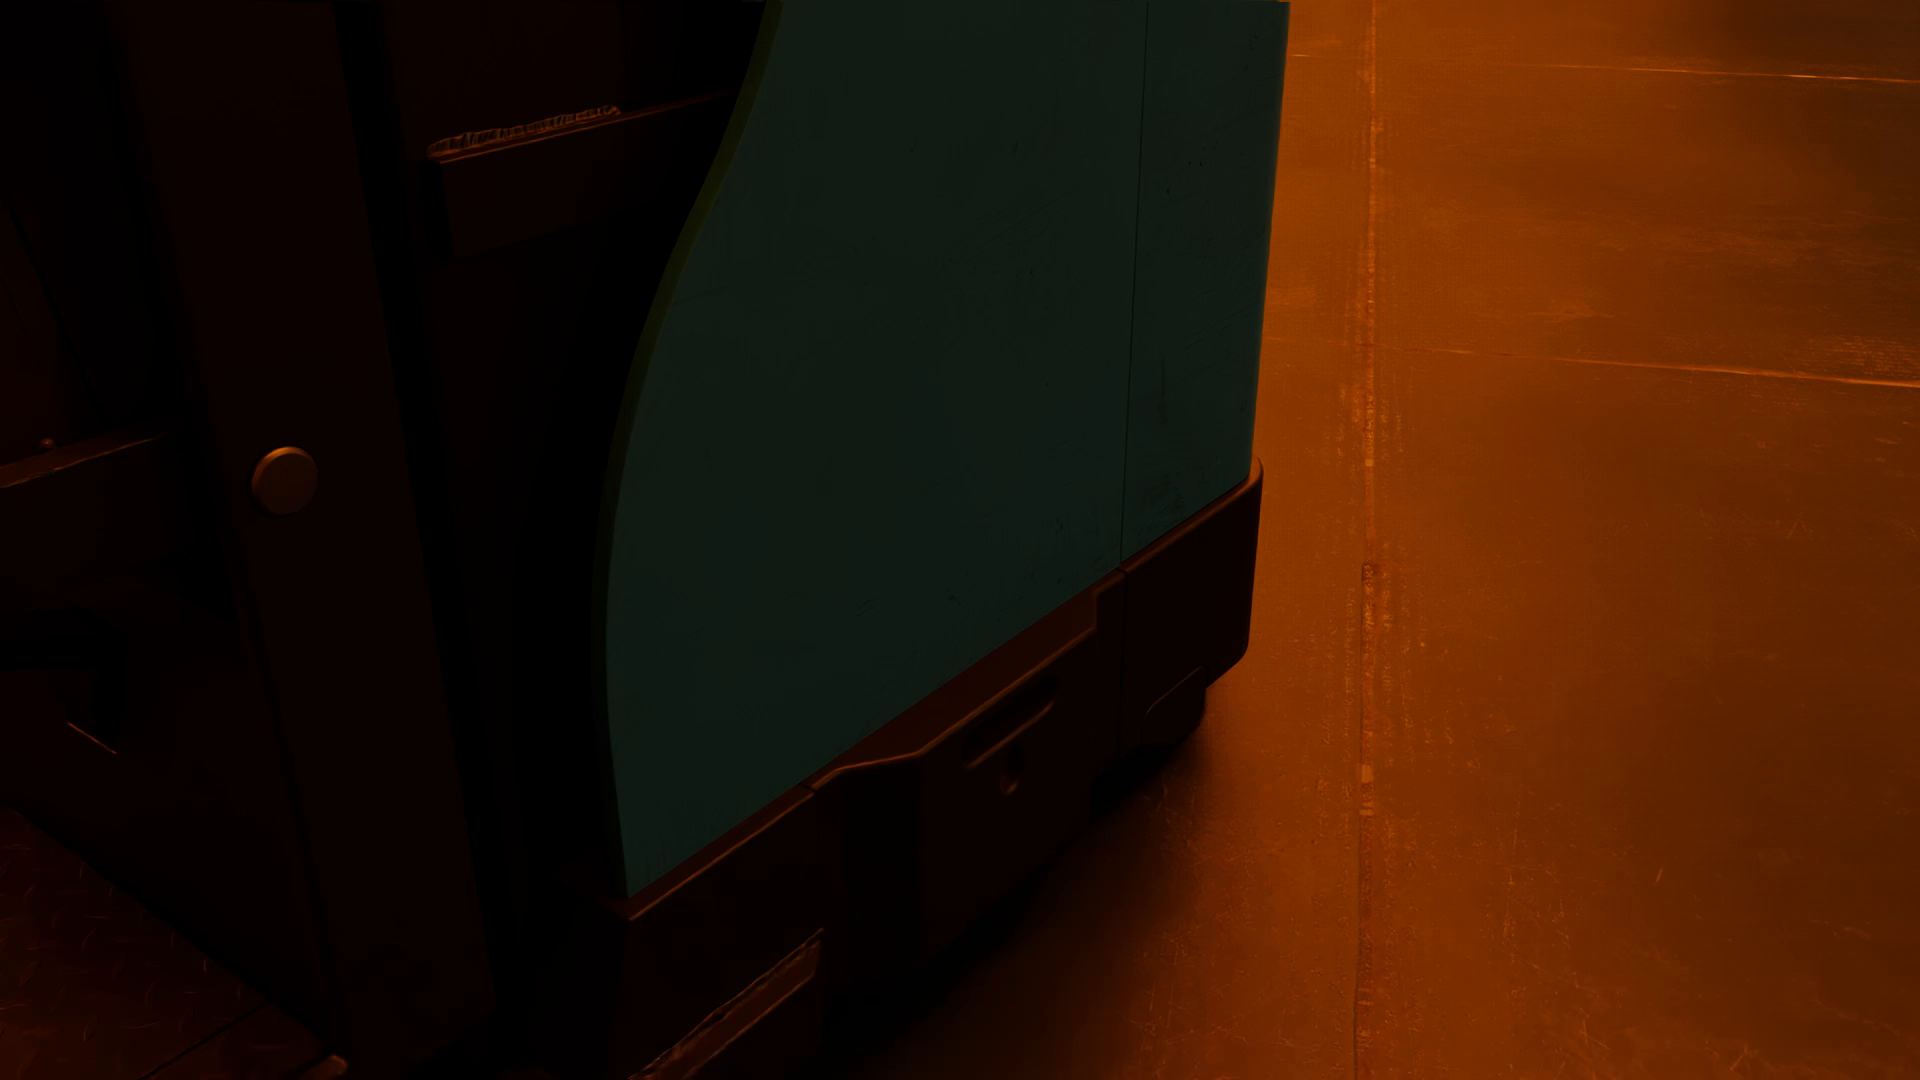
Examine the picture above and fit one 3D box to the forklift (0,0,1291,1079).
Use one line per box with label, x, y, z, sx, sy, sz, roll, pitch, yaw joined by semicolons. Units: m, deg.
forklift;-0.935;-0.735;0.703;1.130;2.935;3.031;19;32;33
